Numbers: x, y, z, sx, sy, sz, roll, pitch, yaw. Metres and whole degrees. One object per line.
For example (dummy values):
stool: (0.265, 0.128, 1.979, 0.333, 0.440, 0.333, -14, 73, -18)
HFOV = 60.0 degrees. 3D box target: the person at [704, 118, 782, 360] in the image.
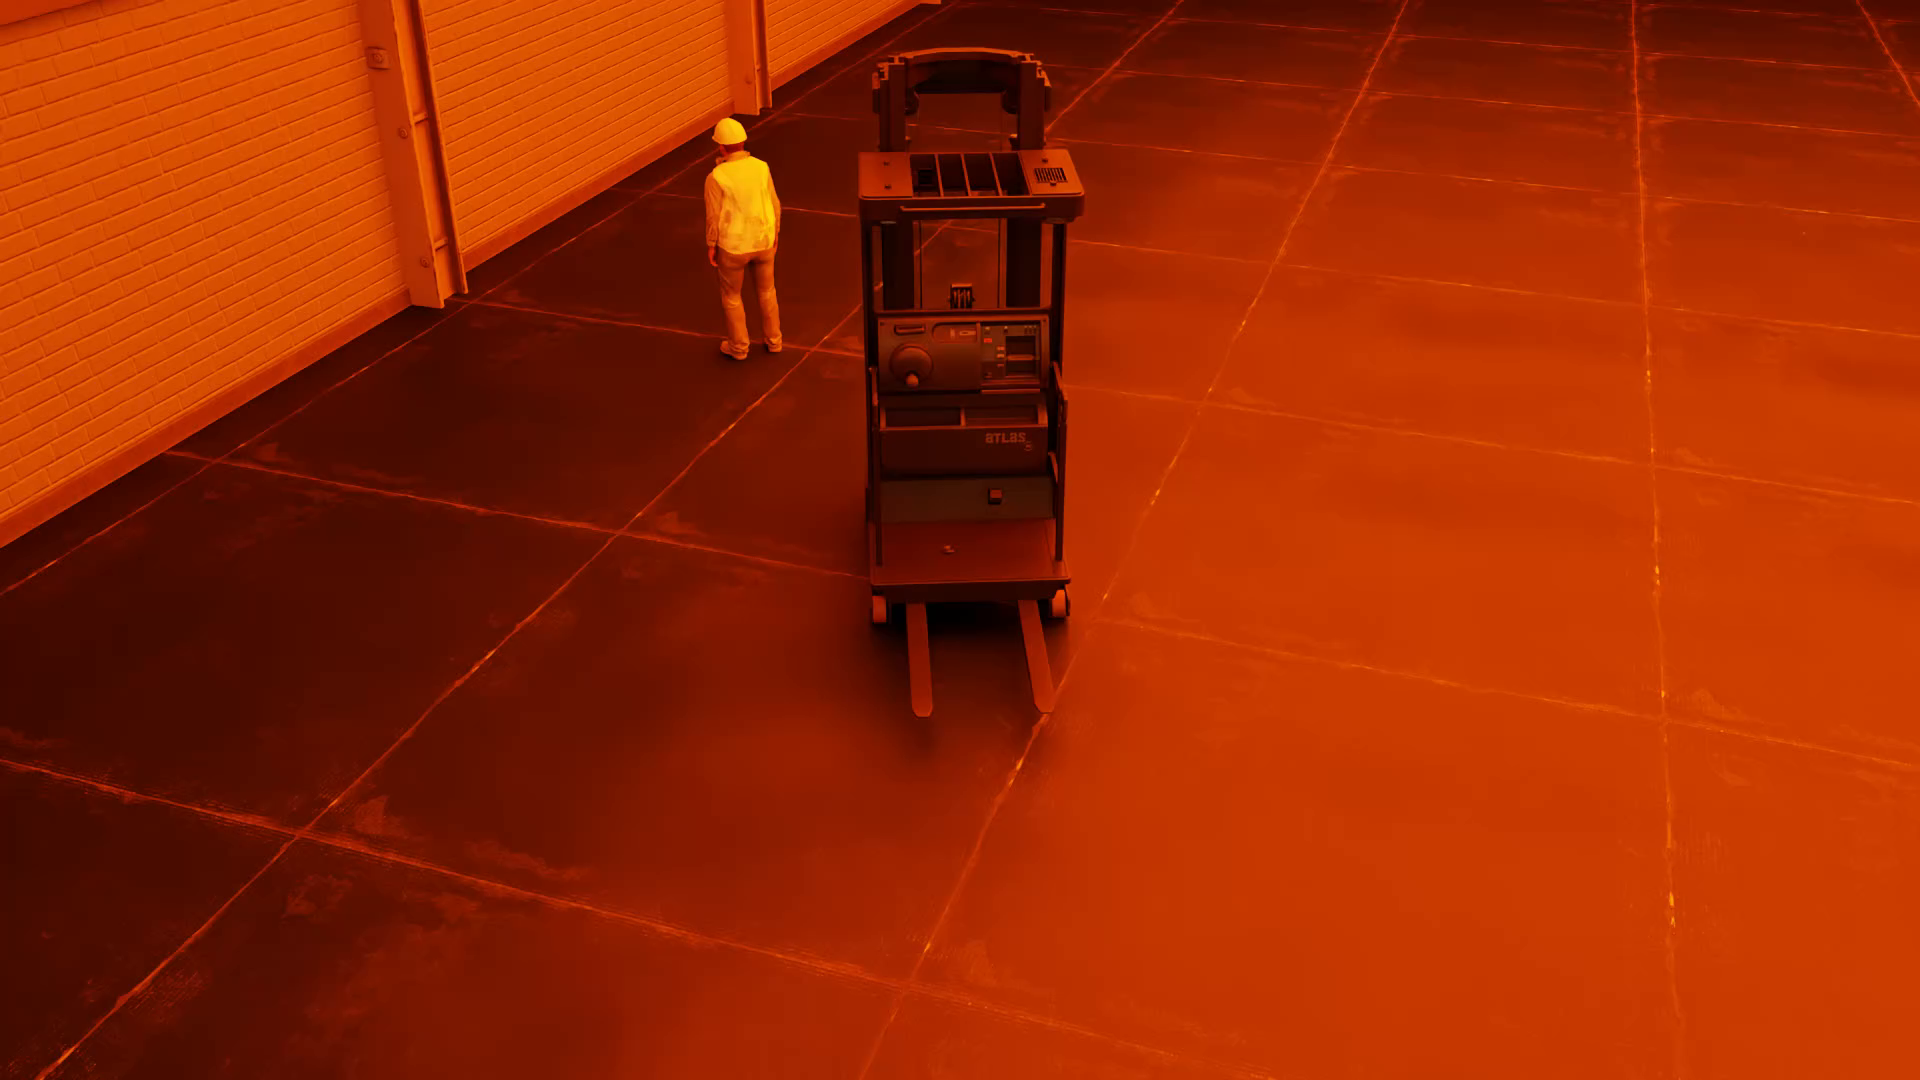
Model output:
person: (-1.584, -2.187, 12.148, 0.580, 1.769, 0.466, -16, 33, -26)

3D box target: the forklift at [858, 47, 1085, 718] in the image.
forklift: (0.035, -0.972, 8.842, 1.130, 2.935, 3.031, -2, 30, -3)
